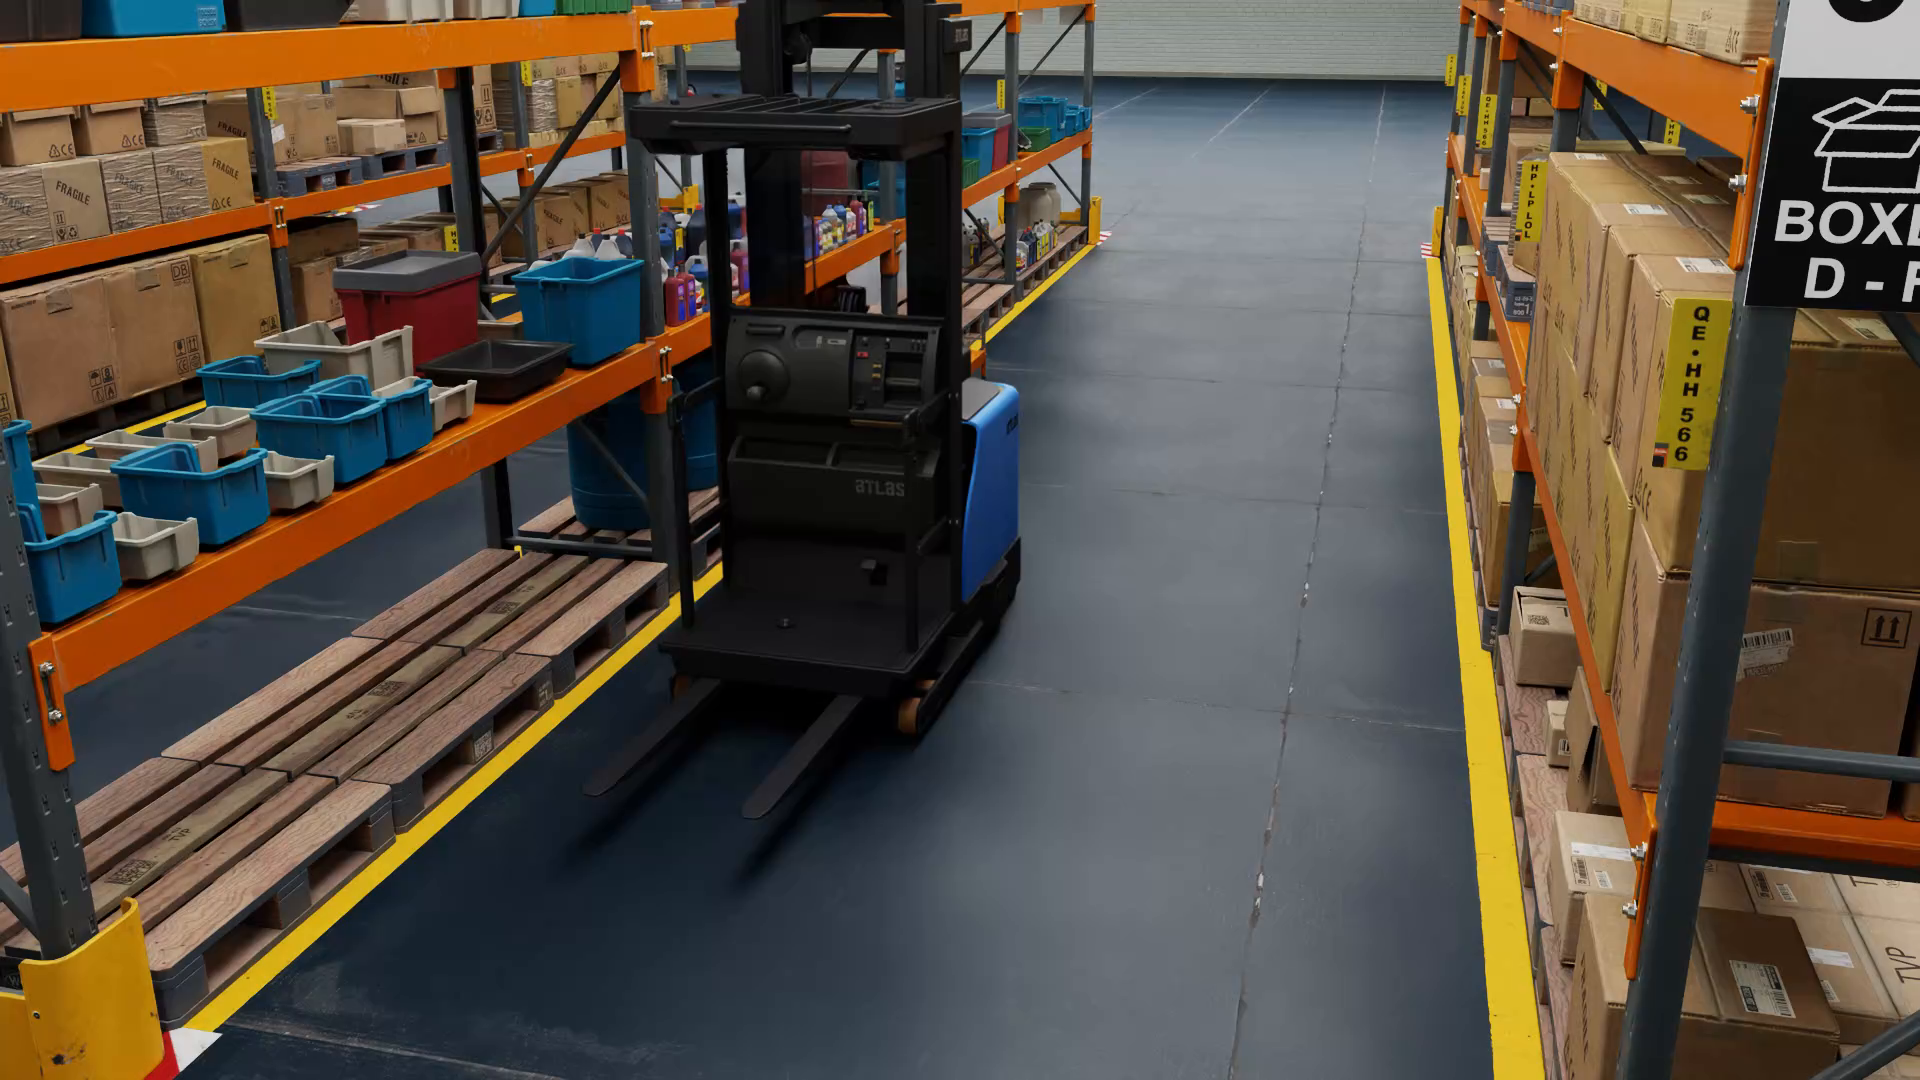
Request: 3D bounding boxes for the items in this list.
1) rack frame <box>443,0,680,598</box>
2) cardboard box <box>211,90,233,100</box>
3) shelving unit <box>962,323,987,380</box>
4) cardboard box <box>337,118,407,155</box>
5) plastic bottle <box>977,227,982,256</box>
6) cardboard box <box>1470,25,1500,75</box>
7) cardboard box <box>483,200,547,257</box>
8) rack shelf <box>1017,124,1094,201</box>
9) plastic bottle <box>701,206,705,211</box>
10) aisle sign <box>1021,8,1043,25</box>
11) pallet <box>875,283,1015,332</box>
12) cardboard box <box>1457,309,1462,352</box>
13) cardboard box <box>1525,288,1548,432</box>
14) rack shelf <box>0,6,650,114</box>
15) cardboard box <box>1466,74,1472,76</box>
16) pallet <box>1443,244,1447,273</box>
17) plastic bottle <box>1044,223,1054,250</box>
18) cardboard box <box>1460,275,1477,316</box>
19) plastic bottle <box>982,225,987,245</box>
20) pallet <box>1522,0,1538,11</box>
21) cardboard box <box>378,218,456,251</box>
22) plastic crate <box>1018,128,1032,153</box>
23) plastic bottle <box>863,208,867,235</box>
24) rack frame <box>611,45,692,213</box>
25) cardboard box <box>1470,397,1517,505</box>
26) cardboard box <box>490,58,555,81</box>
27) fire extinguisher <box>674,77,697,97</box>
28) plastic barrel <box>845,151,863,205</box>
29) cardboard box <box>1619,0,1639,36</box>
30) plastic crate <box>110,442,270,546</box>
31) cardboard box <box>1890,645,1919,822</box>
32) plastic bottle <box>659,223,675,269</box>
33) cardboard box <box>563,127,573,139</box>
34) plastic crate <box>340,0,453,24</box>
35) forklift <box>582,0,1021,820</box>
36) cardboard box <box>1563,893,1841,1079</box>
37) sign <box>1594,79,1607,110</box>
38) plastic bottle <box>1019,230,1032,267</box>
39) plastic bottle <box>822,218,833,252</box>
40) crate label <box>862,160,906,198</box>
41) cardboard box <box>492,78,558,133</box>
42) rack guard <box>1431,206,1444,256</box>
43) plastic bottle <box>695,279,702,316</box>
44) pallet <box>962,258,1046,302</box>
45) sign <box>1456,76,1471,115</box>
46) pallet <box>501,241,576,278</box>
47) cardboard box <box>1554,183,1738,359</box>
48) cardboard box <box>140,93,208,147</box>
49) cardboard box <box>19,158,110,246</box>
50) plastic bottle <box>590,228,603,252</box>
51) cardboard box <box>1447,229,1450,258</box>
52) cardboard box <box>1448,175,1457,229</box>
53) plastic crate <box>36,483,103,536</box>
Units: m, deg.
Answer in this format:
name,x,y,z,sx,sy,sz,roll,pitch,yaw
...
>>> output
name,x,y,z,sx,sy,sz,roll,pitch,yaw
rack frame,-1.921,-1.188,8.026,1.000,3.000,0.127,5,19,13
cardboard box,-9.085,-5.206,19.557,0.875,0.550,0.500,5,19,13
shelving unit,-0.040,-0.516,8.842,0.258,1.200,0.503,5,19,13
cardboard box,-5.114,-3.468,14.283,0.500,0.250,0.500,4,19,12
plastic bottle,0.184,-3.047,16.990,0.061,0.283,0.133,5,19,13
cardboard box,5.674,-5.057,17.189,0.700,0.500,0.500,5,19,14
cardboard box,-4.633,-3.225,17.206,0.500,0.500,0.500,4,19,12
rack shelf,0.522,-3.982,17.319,1.077,0.370,4.000,5,19,13
plastic bottle,-1.620,-1.978,10.536,0.097,0.271,0.097,0,19,0
aisle sign,0.744,-6.226,18.751,0.394,0.787,0.004,5,19,13
pallet,-0.121,-2.127,15.088,1.003,0.211,1.213,5,19,13
cardboard box,4.122,-1.612,12.871,0.500,0.250,0.500,5,19,14
cardboard box,2.492,-0.705,6.457,0.500,0.500,0.500,5,20,15
rack shelf,-2.410,-1.641,5.822,1.077,0.370,4.000,5,19,13
cardboard box,5.508,-4.806,17.458,0.380,0.149,0.250,5,19,13
pallet,5.667,-2.995,17.628,1.003,0.211,1.213,5,19,13
plastic bottle,0.899,-3.182,17.395,0.152,0.276,0.135,5,19,14
cardboard box,4.119,-1.875,12.772,0.500,0.311,0.500,5,20,15
plastic bottle,0.240,-3.257,17.732,0.097,0.201,0.097,0,19,0
pallet,3.359,-2.651,7.958,1.213,0.211,1.003,5,19,13
cardboard box,-5.075,-2.774,15.854,0.700,0.500,0.500,5,19,13
plastic crate,0.285,-3.821,15.828,0.767,0.338,0.504,5,19,13
plastic bottle,-0.675,-2.153,11.157,0.097,0.201,0.097,0,19,0
rack frame,-3.792,-5.341,20.183,1.000,3.000,0.127,5,19,13
cardboard box,3.098,-0.470,9.108,0.500,0.500,0.500,4,19,12
cardboard box,-4.413,-4.869,16.641,0.500,0.500,0.500,5,19,13
fire extinguisher,-3.317,-5.304,20.194,0.296,0.674,0.183,5,19,13
plastic barrel,-0.900,-2.834,12.672,0.421,0.512,0.421,0,19,0
cardboard box,2.154,-1.542,4.652,0.500,0.250,0.500,5,19,13
plastic crate,-2.358,-0.142,5.128,0.416,0.233,0.300,5,19,13
cardboard box,2.268,0.292,3.537,0.500,0.500,0.500,5,20,15
plastic bottle,-1.743,-1.740,9.839,0.097,0.271,0.097,0,19,0
cardboard box,-4.266,-4.249,17.375,0.380,0.149,0.250,5,19,13
plastic crate,-2.058,-1.968,5.852,0.437,0.282,0.530,5,19,13
forklift,-0.596,-0.720,6.762,1.130,2.935,3.031,5,20,15
cardboard box,1.798,1.243,4.096,0.500,0.500,0.500,5,19,13
sign,5.364,-3.774,13.928,0.100,0.325,0.005,5,19,13
plastic bottle,0.633,-2.871,16.369,0.144,0.351,0.185,5,20,15
plastic bottle,-0.850,-1.928,10.499,0.097,0.201,0.097,0,19,0
crate label,-0.439,-2.749,12.540,0.502,0.435,0.616,5,19,13
cardboard box,-4.600,-4.411,16.847,0.875,0.500,0.500,5,19,13
rack guard,5.819,-3.382,18.315,1.175,0.500,0.348,5,19,13
plastic bottle,-1.375,-1.255,8.529,0.097,0.201,0.097,0,19,0
pallet,0.238,-2.583,16.425,1.003,0.211,1.213,5,19,13
sign,4.297,-3.794,14.193,0.100,0.325,0.005,5,19,13
pallet,-4.640,-2.981,17.588,1.003,0.211,1.213,5,19,13
cardboard box,2.241,-0.868,5.387,0.500,0.500,0.500,4,19,12
cardboard box,-5.941,-3.127,11.996,0.797,0.503,0.637,5,20,15
cardboard box,-6.004,-2.228,10.916,0.500,0.500,0.500,5,19,14
plastic bottle,-1.969,-1.537,9.123,0.144,0.351,0.185,5,19,13
cardboard box,5.225,-2.991,16.907,0.500,0.250,0.500,5,19,13
cardboard box,5.346,-3.502,17.245,0.500,0.500,0.500,5,19,13
plastic crate,-2.875,-0.108,5.179,0.396,0.136,0.243,5,19,13
